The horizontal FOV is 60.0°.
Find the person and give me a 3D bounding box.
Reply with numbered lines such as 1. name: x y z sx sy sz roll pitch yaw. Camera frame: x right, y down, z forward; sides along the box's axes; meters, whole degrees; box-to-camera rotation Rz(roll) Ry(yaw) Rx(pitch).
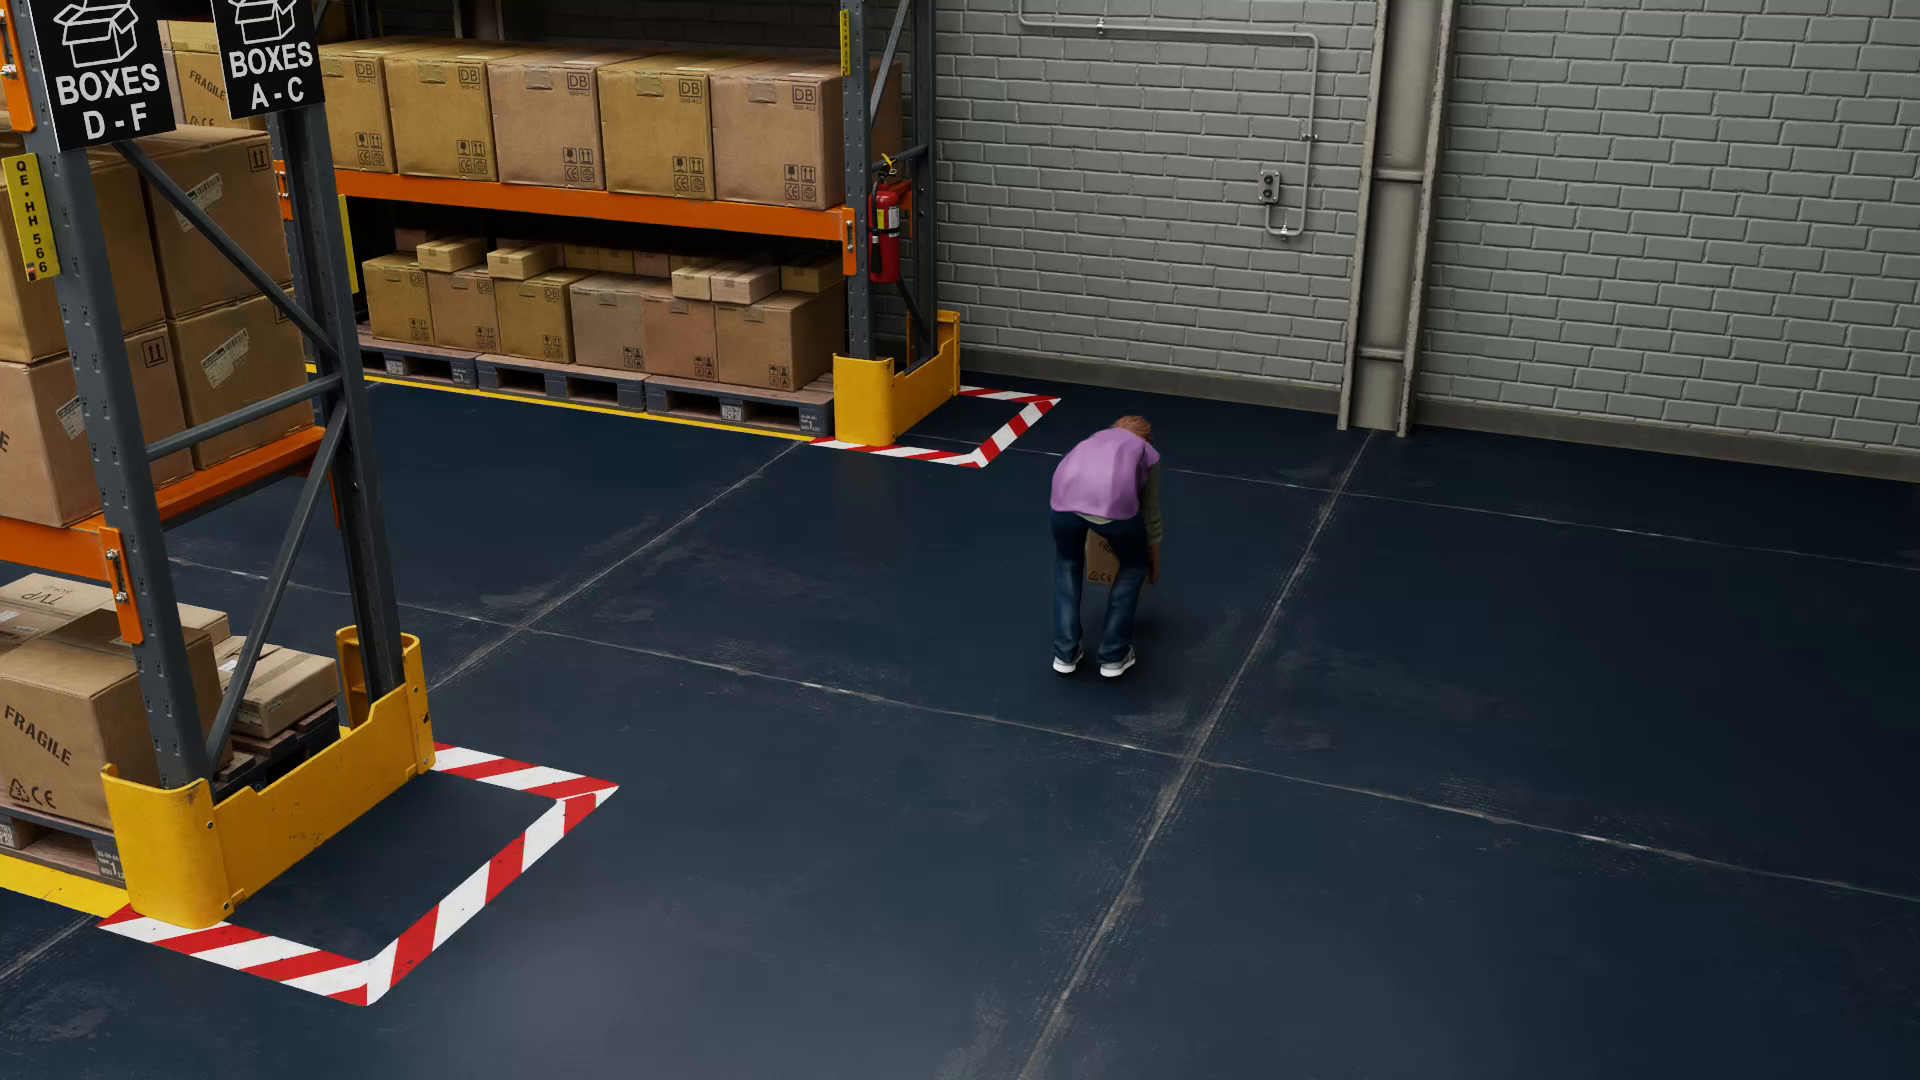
1. person: 0.528 -0.197 6.580 0.475 1.591 0.346 7 24 17
